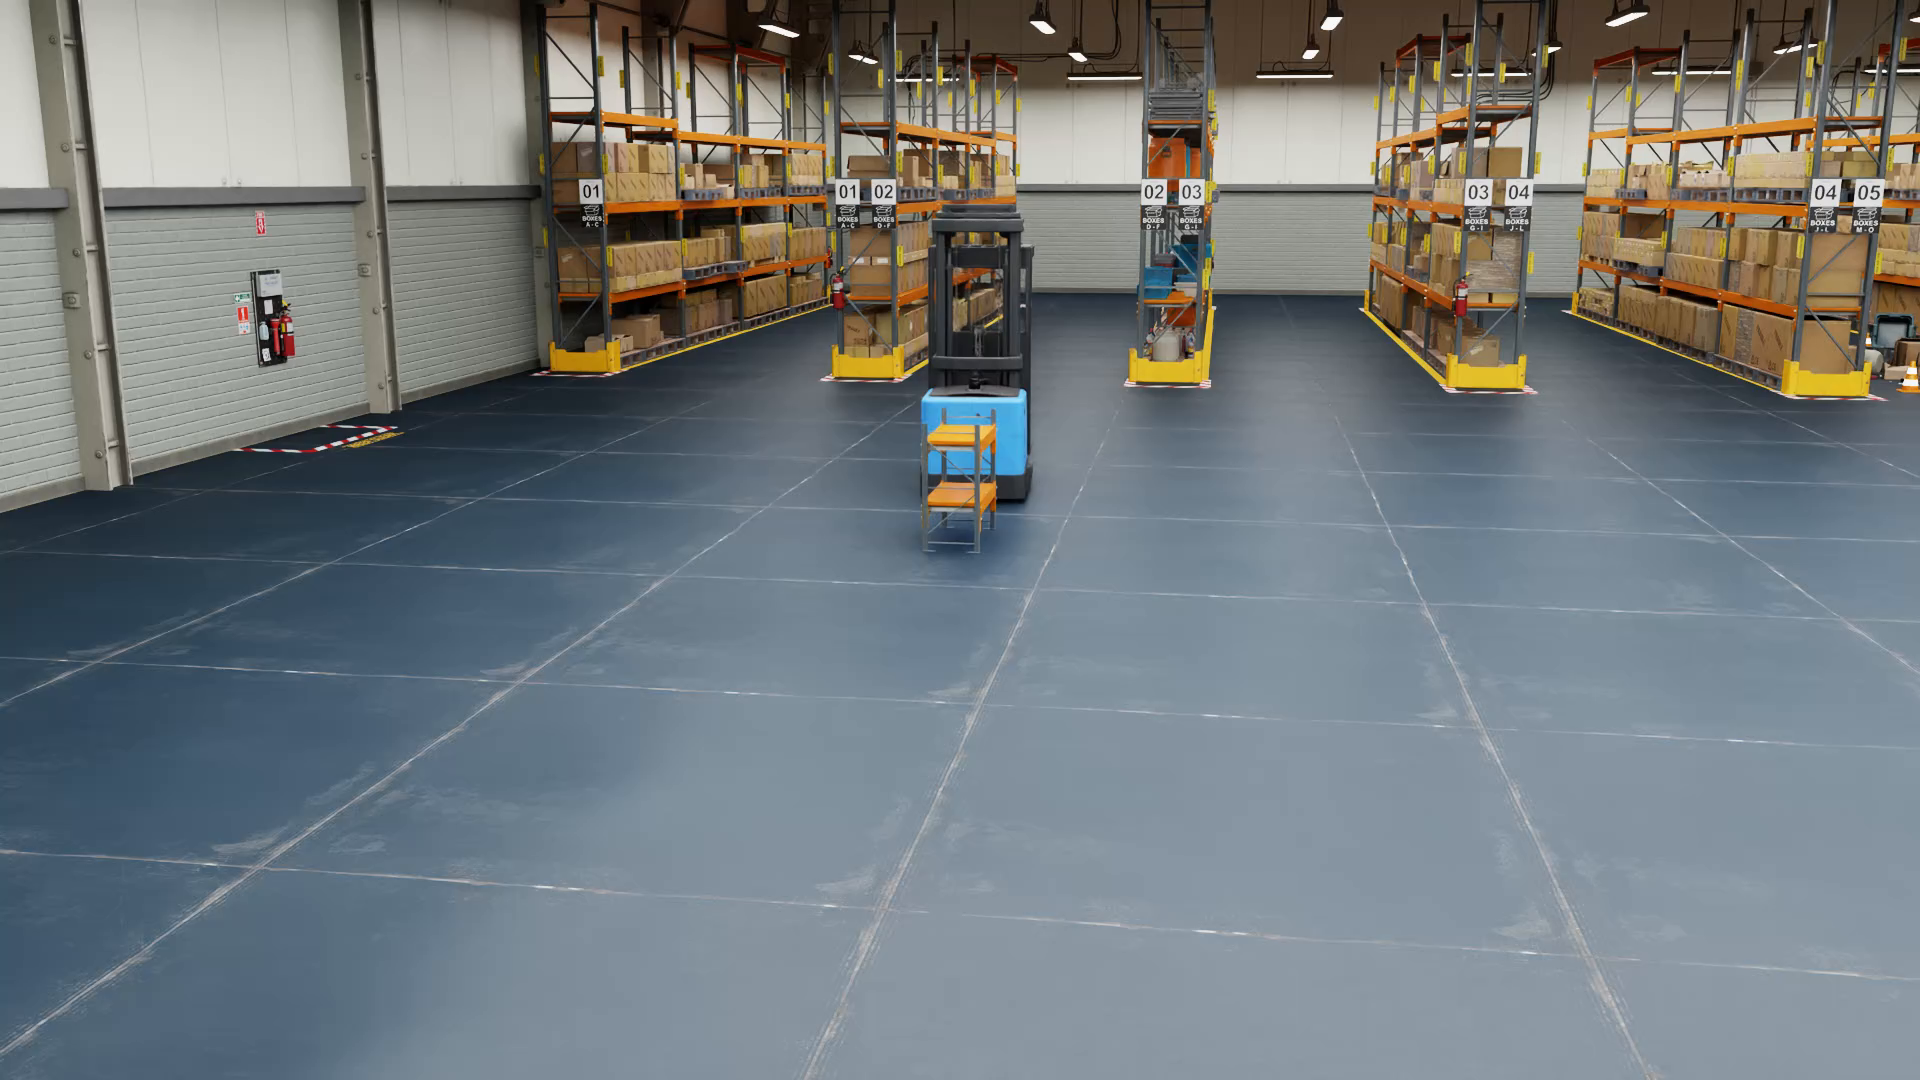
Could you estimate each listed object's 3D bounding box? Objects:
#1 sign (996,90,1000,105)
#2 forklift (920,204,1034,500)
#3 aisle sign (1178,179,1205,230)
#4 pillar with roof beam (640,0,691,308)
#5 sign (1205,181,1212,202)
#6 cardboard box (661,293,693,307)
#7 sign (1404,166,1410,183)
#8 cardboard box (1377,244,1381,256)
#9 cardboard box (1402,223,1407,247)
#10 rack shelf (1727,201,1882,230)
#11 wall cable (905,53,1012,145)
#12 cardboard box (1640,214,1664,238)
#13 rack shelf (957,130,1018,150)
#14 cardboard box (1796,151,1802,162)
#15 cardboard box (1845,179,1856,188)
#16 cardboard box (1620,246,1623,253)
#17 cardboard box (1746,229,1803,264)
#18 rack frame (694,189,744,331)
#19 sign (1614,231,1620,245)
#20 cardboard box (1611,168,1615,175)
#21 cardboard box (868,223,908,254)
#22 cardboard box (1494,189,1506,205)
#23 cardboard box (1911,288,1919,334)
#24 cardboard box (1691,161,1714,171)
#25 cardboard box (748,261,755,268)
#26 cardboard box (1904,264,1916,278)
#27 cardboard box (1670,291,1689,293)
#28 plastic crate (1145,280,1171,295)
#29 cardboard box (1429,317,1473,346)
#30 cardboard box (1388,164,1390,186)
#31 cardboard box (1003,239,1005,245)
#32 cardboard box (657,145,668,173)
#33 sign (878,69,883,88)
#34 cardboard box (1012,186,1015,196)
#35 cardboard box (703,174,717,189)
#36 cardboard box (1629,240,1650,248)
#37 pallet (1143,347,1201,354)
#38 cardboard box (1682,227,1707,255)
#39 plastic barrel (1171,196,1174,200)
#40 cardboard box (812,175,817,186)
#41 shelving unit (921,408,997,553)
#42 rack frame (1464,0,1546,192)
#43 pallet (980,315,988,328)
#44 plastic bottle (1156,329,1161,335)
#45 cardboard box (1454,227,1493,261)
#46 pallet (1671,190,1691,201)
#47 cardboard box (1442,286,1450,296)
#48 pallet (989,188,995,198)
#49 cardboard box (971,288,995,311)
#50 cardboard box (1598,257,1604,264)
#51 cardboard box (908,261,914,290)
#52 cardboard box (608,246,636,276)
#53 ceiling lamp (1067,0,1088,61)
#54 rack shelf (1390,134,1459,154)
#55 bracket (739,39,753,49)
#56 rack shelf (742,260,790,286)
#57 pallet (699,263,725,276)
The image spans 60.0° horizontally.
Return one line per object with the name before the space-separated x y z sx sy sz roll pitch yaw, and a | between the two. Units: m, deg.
sign | 0.869 -10.142 38.099 0.100 0.325 0.005 2 12 9
forklift | 0.226 -2.094 17.753 1.130 2.935 3.031 1 12 4
aisle sign | 3.647 -5.279 26.197 0.394 0.787 0.004 2 12 9
pillar with roof beam | -1.991 -8.569 33.396 9.100 9.000 0.548 2 12 9
sign | 3.911 -5.484 26.181 0.100 0.325 0.005 2 12 9
cardboard box | -5.645 -4.791 33.215 0.500 0.250 0.500 2 12 7
sign | 8.945 -7.315 33.280 0.100 0.325 0.005 2 12 9
cardboard box | 10.153 -6.862 39.363 0.500 0.250 0.500 2 12 8
cardboard box | 9.821 -6.504 35.433 0.797 0.503 0.637 2 12 10
rack shelf | 13.455 -5.221 26.688 1.077 0.370 4.000 2 12 9
wall cable | -0.064 -12.646 47.695 3.097 2.526 0.112 2 12 9
cardboard box | 15.303 -6.957 36.840 0.500 0.500 0.500 2 12 10
rack shelf | 0.627 -9.687 40.300 1.077 0.370 4.000 2 12 9
cardboard box | 12.904 -5.811 25.186 0.380 0.149 0.250 2 12 9
cardboard box | 13.517 -5.349 24.935 0.380 0.149 0.250 2 12 9
cardboard box | 14.401 -6.241 35.727 0.380 0.149 0.250 2 12 10
cardboard box | 13.484 -4.822 27.330 0.875 0.550 0.550 2 12 9
rack frame | -5.191 -6.019 35.801 1.000 3.000 0.127 2 12 9
sign | 14.456 -6.627 36.571 0.100 0.325 0.005 2 12 9
cardboard box | 14.923 -8.312 37.544 0.380 0.149 0.250 1 12 6
cardboard box | -1.281 -5.199 28.682 0.700 0.500 0.500 2 12 9
cardboard box | 8.592 -5.357 25.966 0.500 0.250 0.500 2 12 10
cardboard box | 19.473 -4.524 32.912 0.875 0.875 0.875 2 12 8
cardboard box | 14.792 -7.428 33.164 0.396 0.266 0.258 2 12 9
cardboard box | -4.739 -6.072 36.595 0.380 0.149 0.250 2 12 10
cardboard box | 19.169 -5.363 33.117 0.500 0.250 0.500 2 12 10
cardboard box | 14.801 -4.947 33.984 0.500 0.250 0.500 2 12 8
plastic crate | 3.255 -4.209 27.755 0.499 0.251 0.408 2 12 9
cardboard box | 8.993 -3.825 30.510 0.700 0.500 0.500 1 12 4
cardboard box | 10.256 -8.416 38.333 0.700 0.500 0.500 3 12 12
cardboard box | 0.822 -7.049 40.343 0.500 0.500 0.500 2 12 8
cardboard box | -5.689 -6.972 30.445 0.500 0.500 0.500 3 12 12
sign | -1.448 -8.469 30.528 0.100 0.325 0.005 2 12 9
cardboard box | 1.117 -8.802 41.952 0.500 0.250 0.500 2 12 9
cardboard box | -5.482 -7.279 34.234 0.797 0.503 0.637 4 13 17
cardboard box | 14.280 -6.225 34.947 0.380 0.149 0.250 2 12 11
pallet | 3.839 -3.363 30.100 1.003 0.211 1.213 2 12 9
cardboard box | 14.223 -5.695 31.687 0.700 0.500 0.500 2 12 8
plastic barrel | 3.847 -6.689 30.603 0.600 0.901 0.708 2 12 9
cardboard box | -3.889 -9.062 41.924 0.500 0.250 0.500 1 12 7
shelving unit | 0.001 -0.551 14.881 0.538 1.125 1.048 2 12 9
rack frame | 8.262 -6.805 25.208 1.000 3.000 0.127 2 12 9
pallet | 0.047 -4.903 37.245 1.003 0.211 1.213 2 12 9
plastic bottle | 3.592 -3.626 29.942 0.144 0.351 0.185 2 12 9
cardboard box | 8.103 -4.678 26.261 0.500 0.500 0.500 2 12 9
pallet | 14.331 -6.594 31.798 1.213 0.211 1.003 2 12 11
cardboard box | 8.229 -4.131 27.637 0.380 0.149 0.250 2 12 9
pallet | 0.150 -7.933 38.008 1.213 0.211 1.003 2 12 9
cardboard box | 0.527 -5.573 38.621 0.500 0.500 0.500 2 12 8
cardboard box | 14.975 -6.460 38.446 0.380 0.149 0.250 2 12 10
cardboard box | -1.206 -4.662 29.267 0.700 0.500 0.500 2 12 10
cardboard box | -5.965 -4.849 28.901 0.500 0.500 0.500 2 12 9
ceiling lamp | 2.861 -12.216 36.461 0.800 3.185 2.000 2 12 9
rack shelf | 9.800 -8.339 34.985 1.077 0.370 4.000 2 12 9
bracket | -5.036 -11.620 39.006 0.235 0.232 0.430 2 12 9
rack shelf | -4.883 -6.083 37.809 1.077 0.370 4.000 2 12 9
pallet | -5.455 -5.512 33.903 1.003 0.211 1.213 2 12 9
